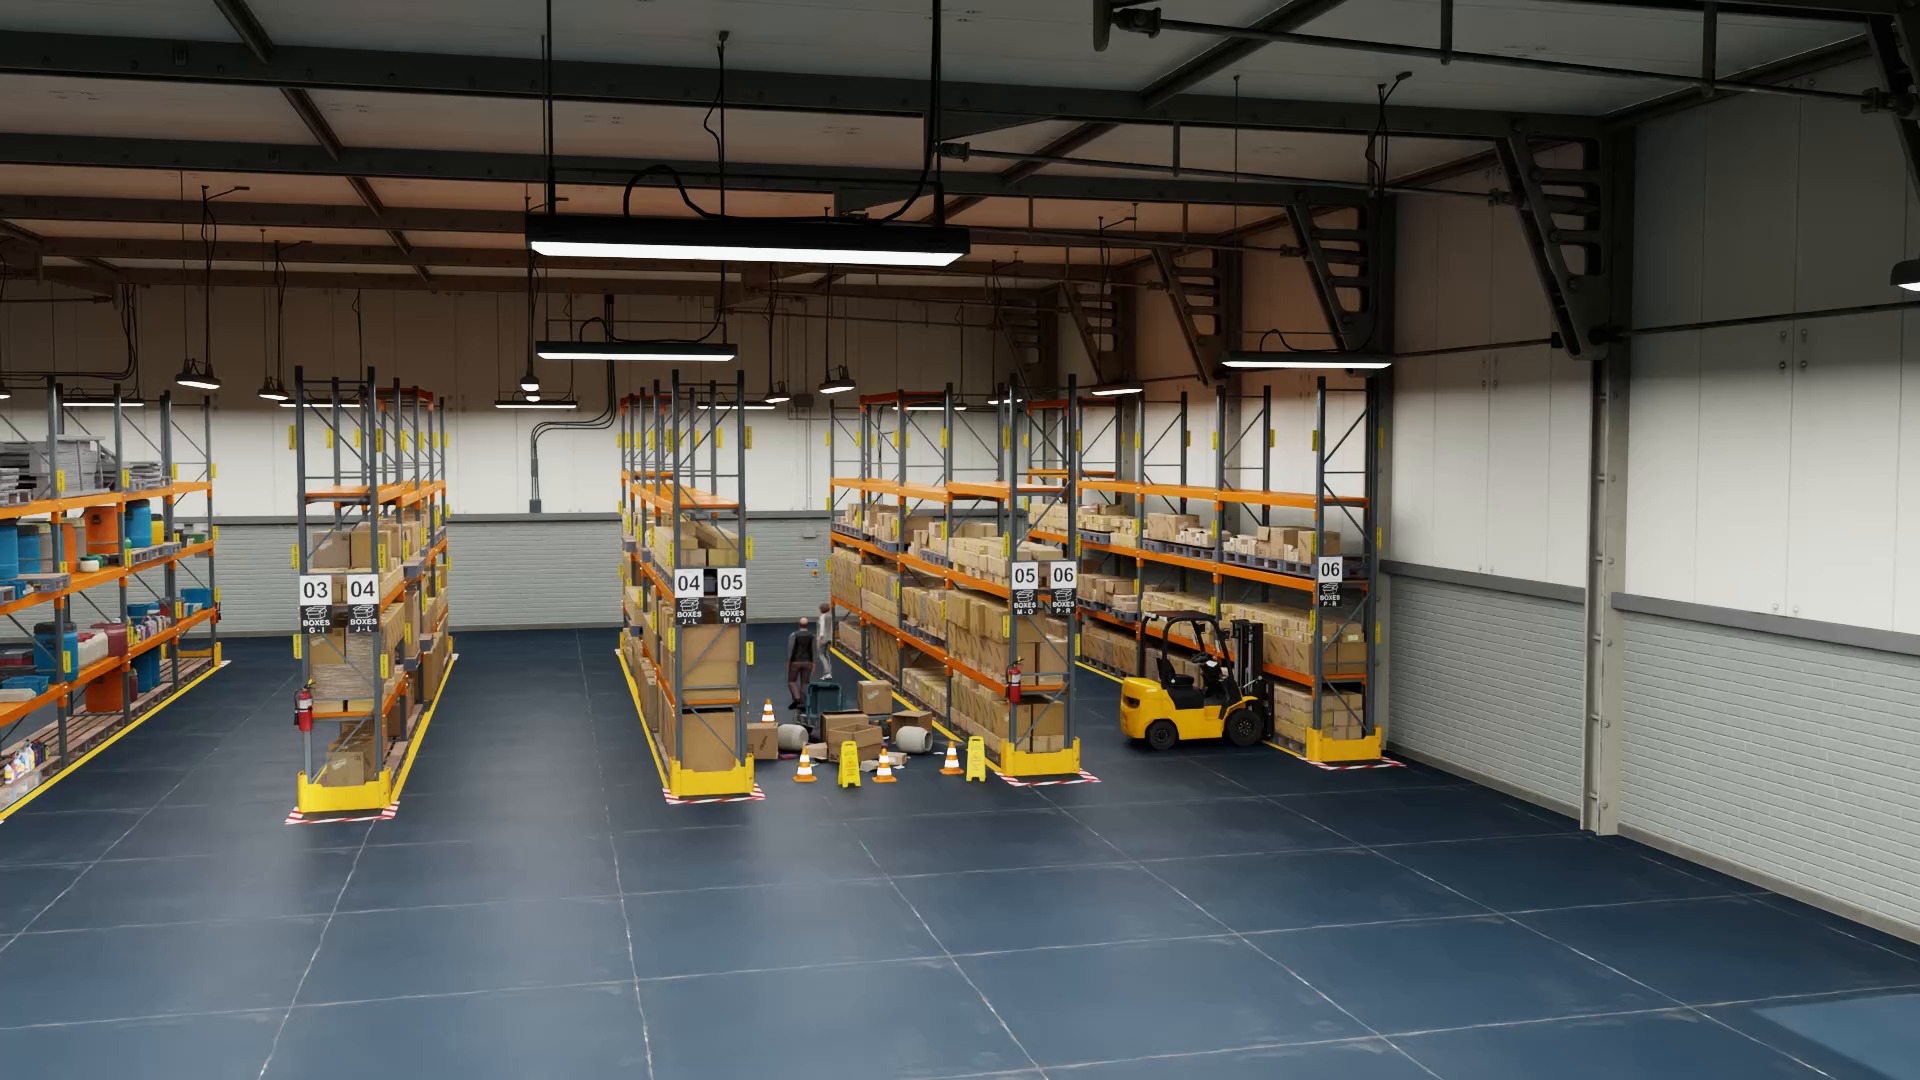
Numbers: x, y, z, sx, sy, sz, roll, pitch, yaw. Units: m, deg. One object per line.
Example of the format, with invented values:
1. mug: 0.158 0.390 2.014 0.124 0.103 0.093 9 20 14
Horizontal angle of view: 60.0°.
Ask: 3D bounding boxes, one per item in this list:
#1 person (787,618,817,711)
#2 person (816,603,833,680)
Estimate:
1. person: -2.921 2.298 30.759 0.565 1.719 0.460 -1 4 -13
2. person: -2.832 2.144 34.961 0.358 1.629 0.457 2 4 31
